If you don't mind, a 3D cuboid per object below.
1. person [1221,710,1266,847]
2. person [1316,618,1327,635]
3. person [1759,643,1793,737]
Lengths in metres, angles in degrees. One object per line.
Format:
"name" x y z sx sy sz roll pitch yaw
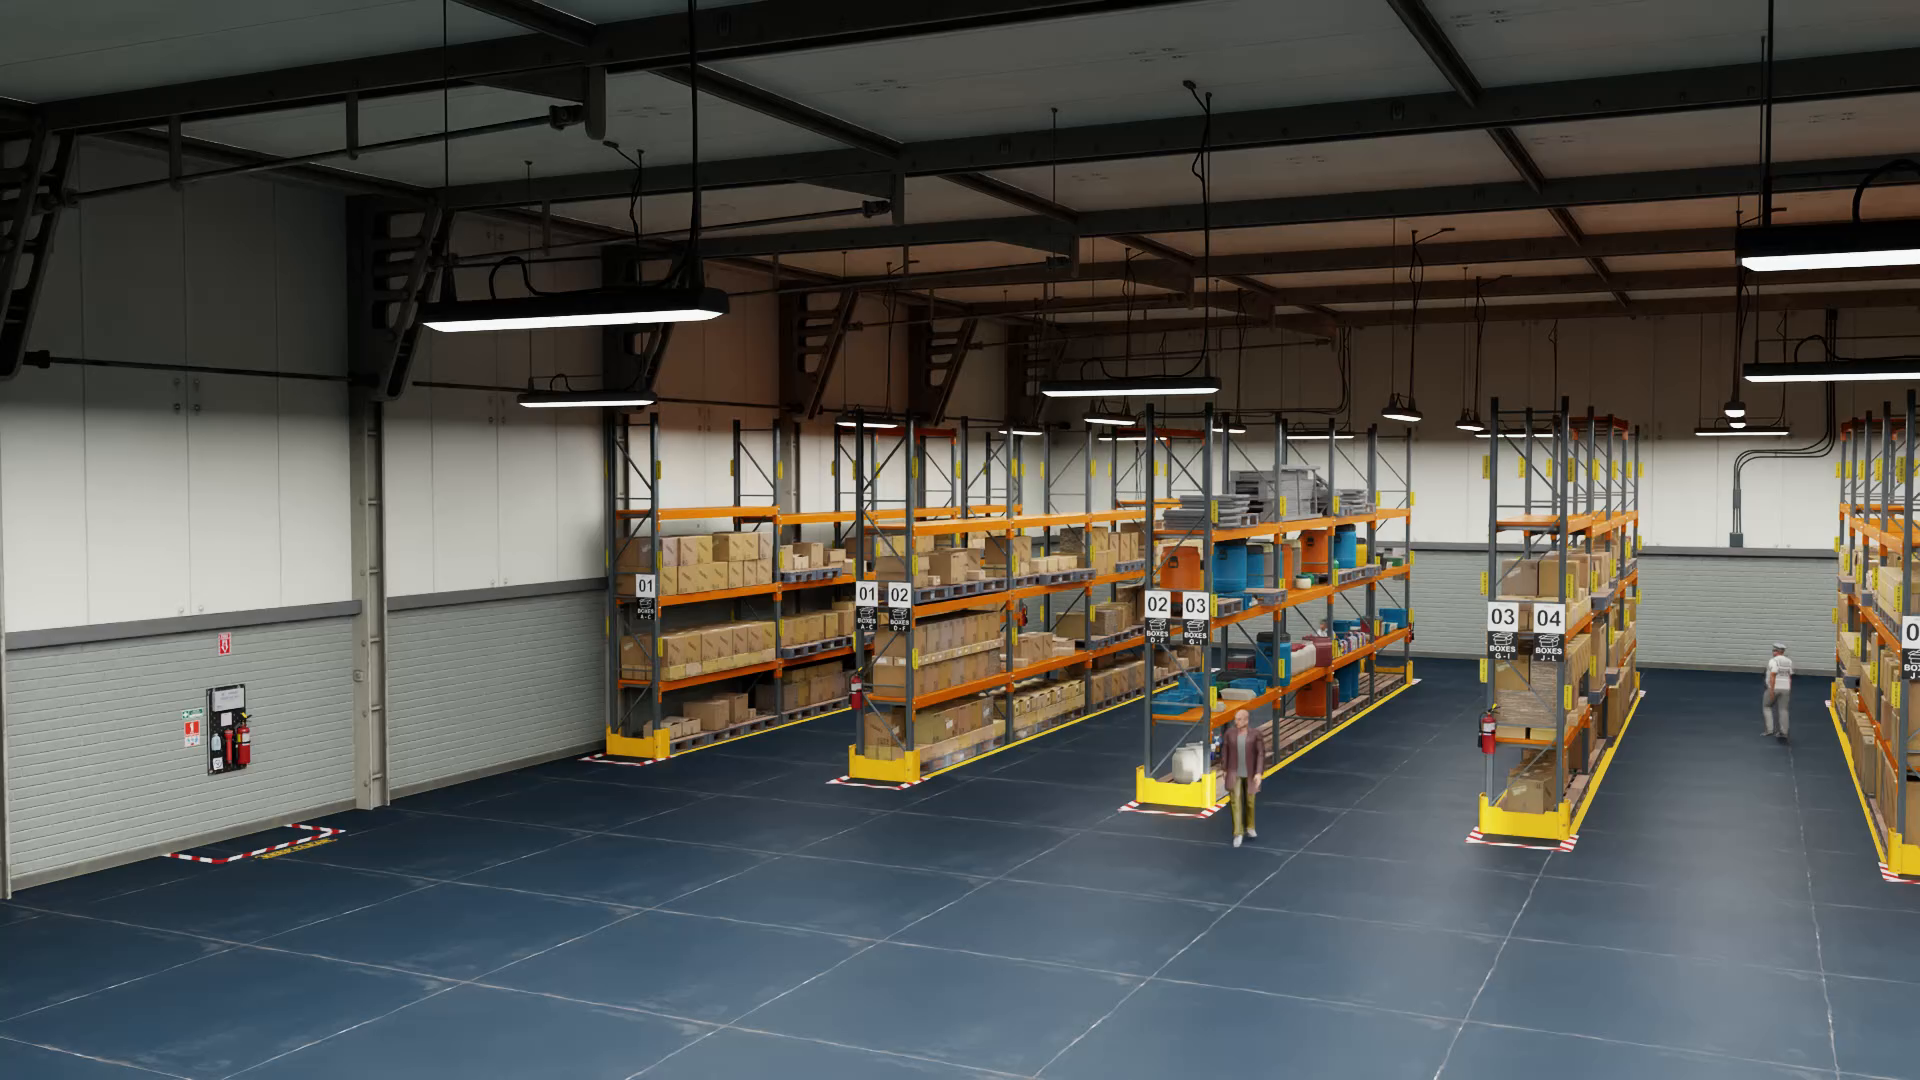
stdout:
"person" 3.814 3.249 22.414 0.609 1.722 0.803 1 2 15
"person" 8.275 2.575 37.830 1.016 1.628 0.534 -2 3 -42
"person" 15.331 2.839 31.089 0.549 1.815 0.552 0 2 4
